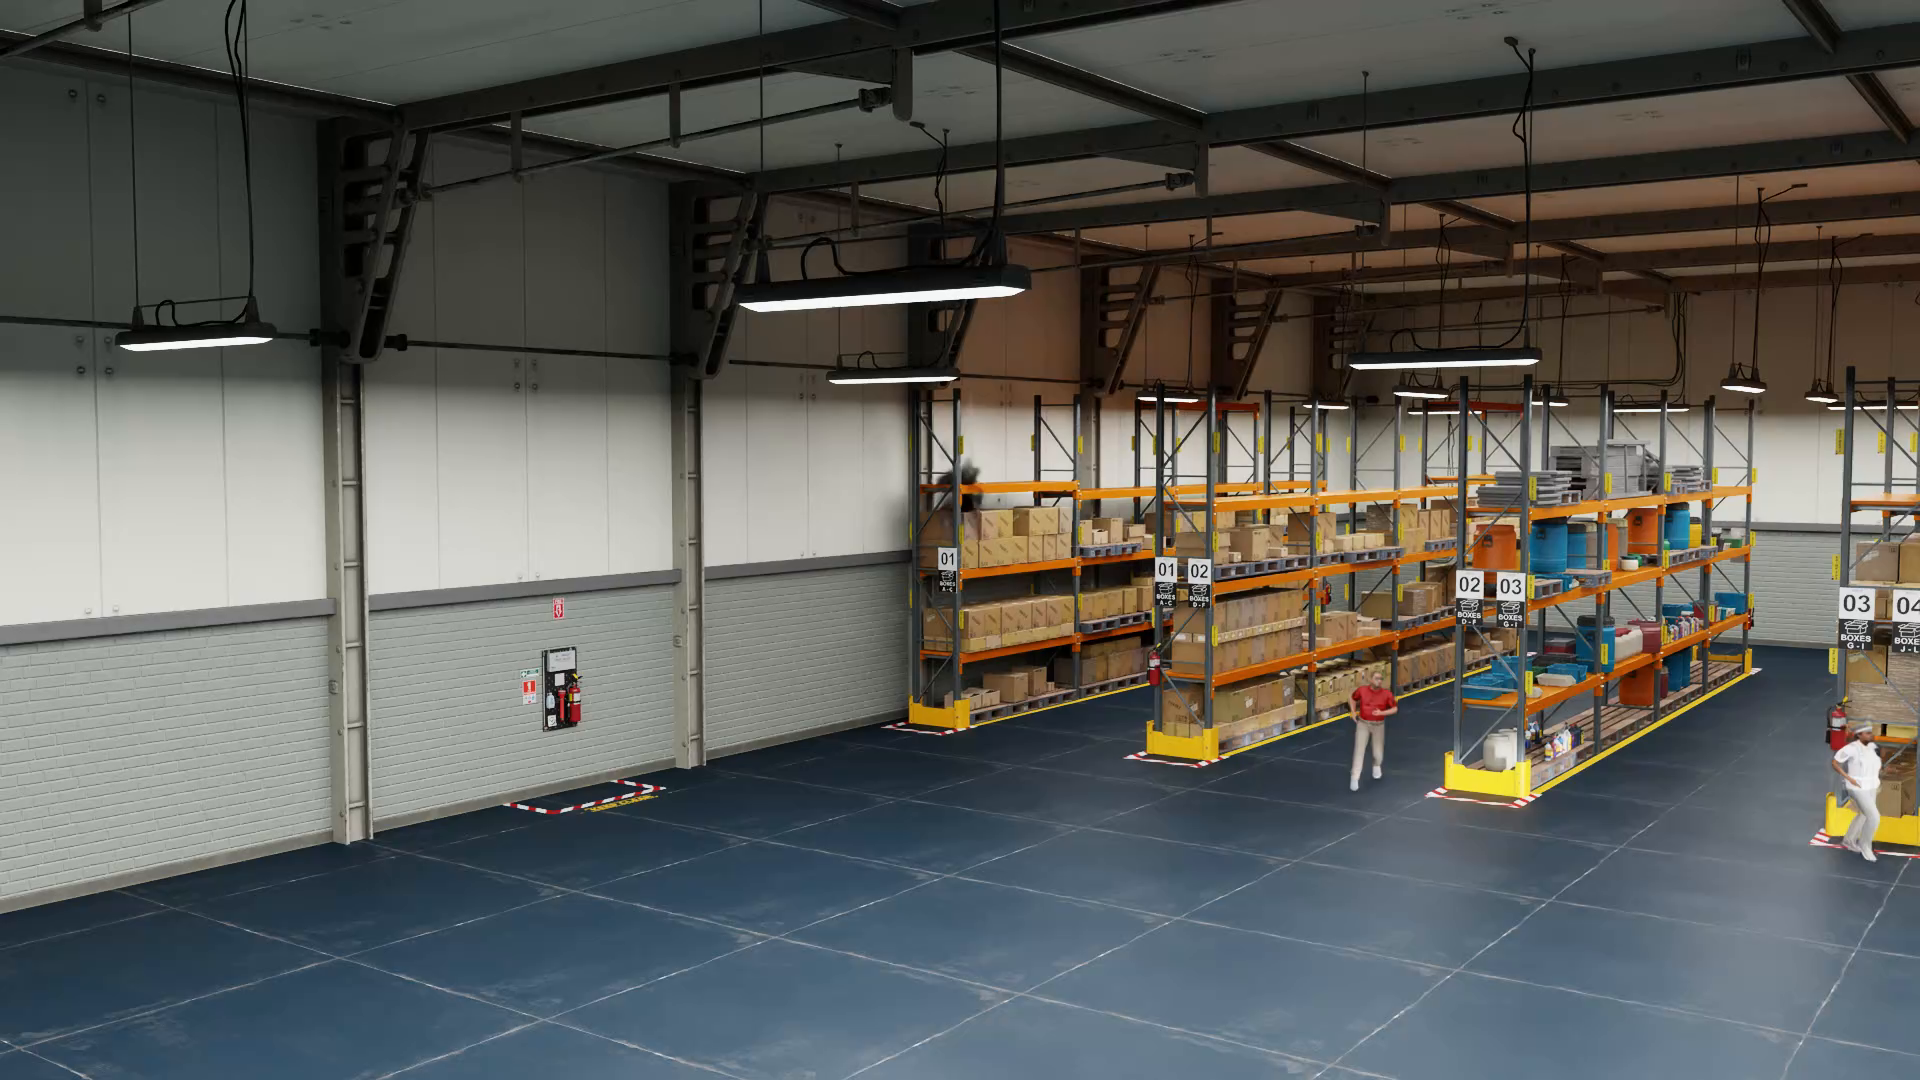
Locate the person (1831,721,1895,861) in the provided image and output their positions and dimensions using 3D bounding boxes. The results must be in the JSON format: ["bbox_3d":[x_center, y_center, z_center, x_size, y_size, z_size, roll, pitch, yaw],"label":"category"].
[{"bbox_3d":[10.896,3.030,20.079,0.579,1.734,0.706,-2,4,-27],"label":"person"}]

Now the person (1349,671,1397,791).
[{"bbox_3d":[6.073,2.783,24.434,0.685,1.717,0.868,1,3,12],"label":"person"}]
